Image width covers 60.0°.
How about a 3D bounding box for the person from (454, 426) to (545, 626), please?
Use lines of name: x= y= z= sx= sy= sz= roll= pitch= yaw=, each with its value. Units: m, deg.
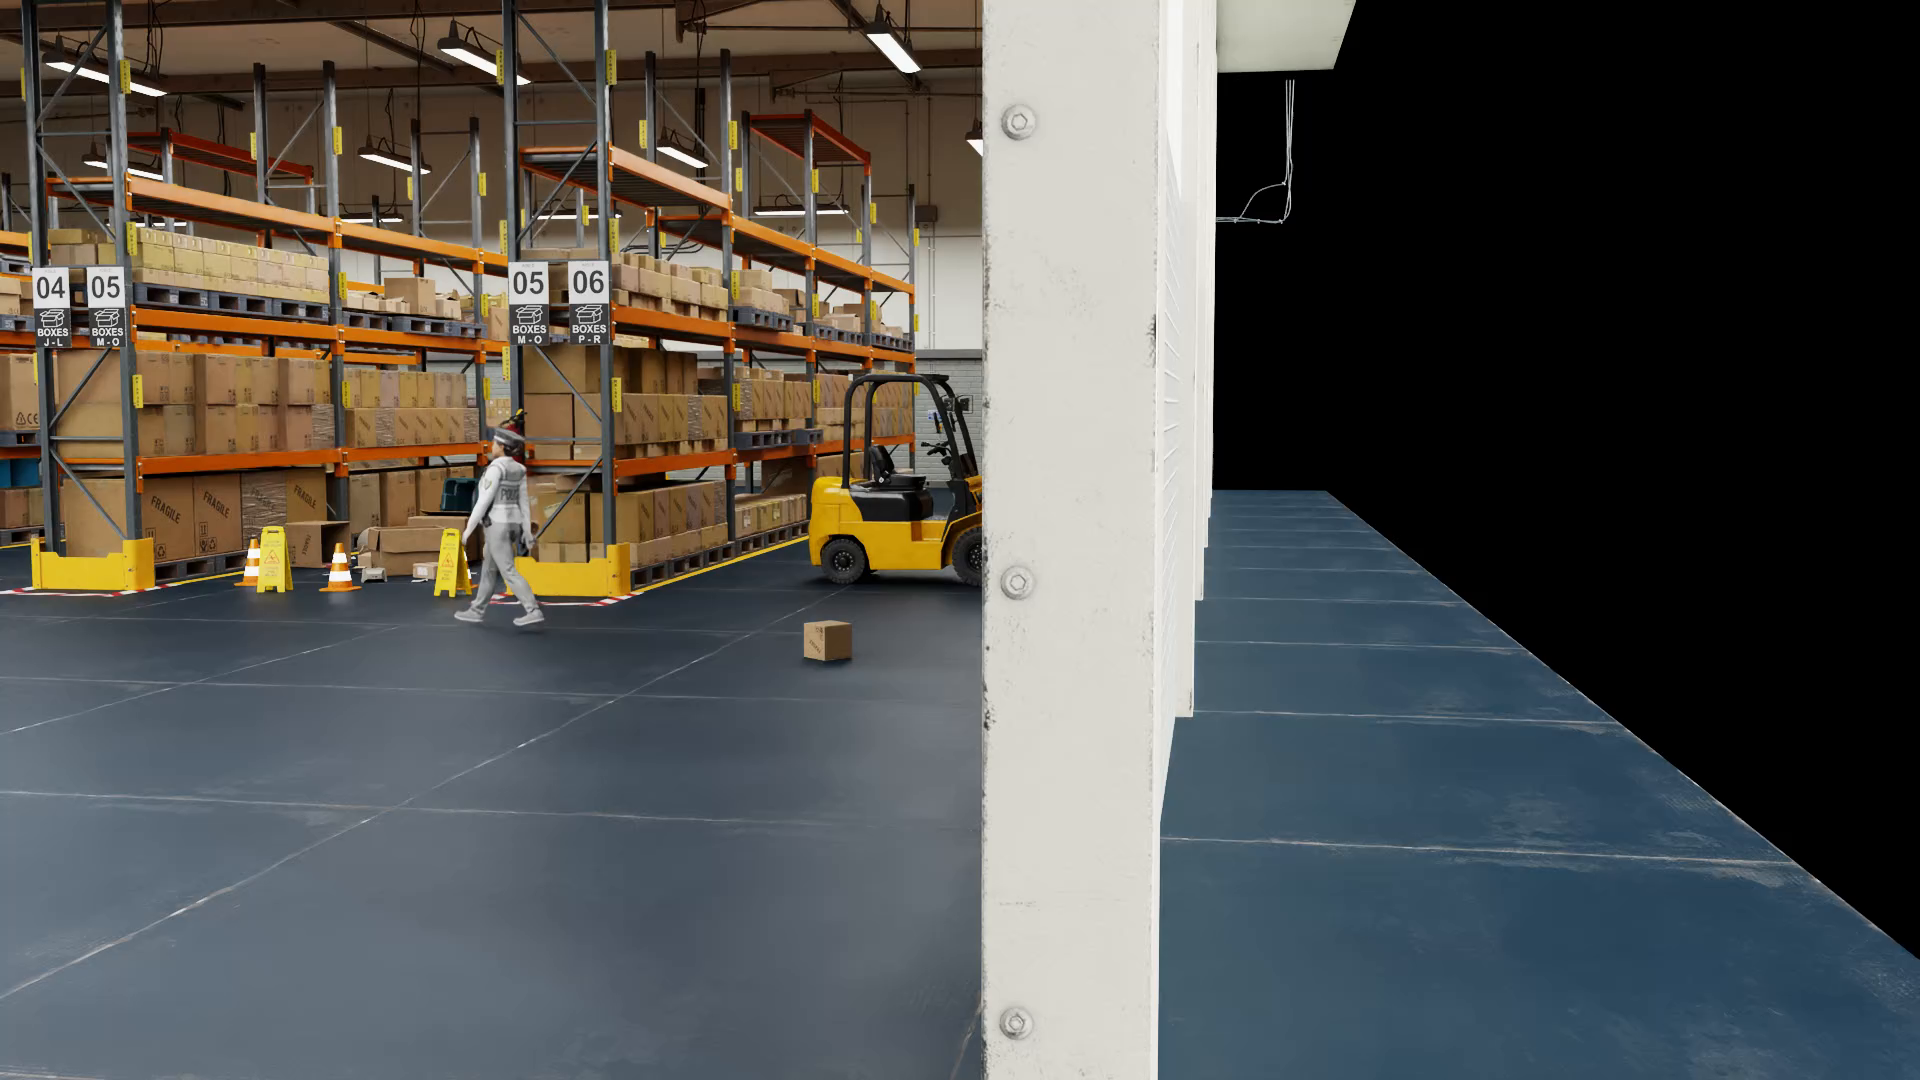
person: x=-3.806 y=-0.114 z=13.593 sx=0.970 sy=1.635 sz=0.512 roll=1 pitch=5 yaw=18
